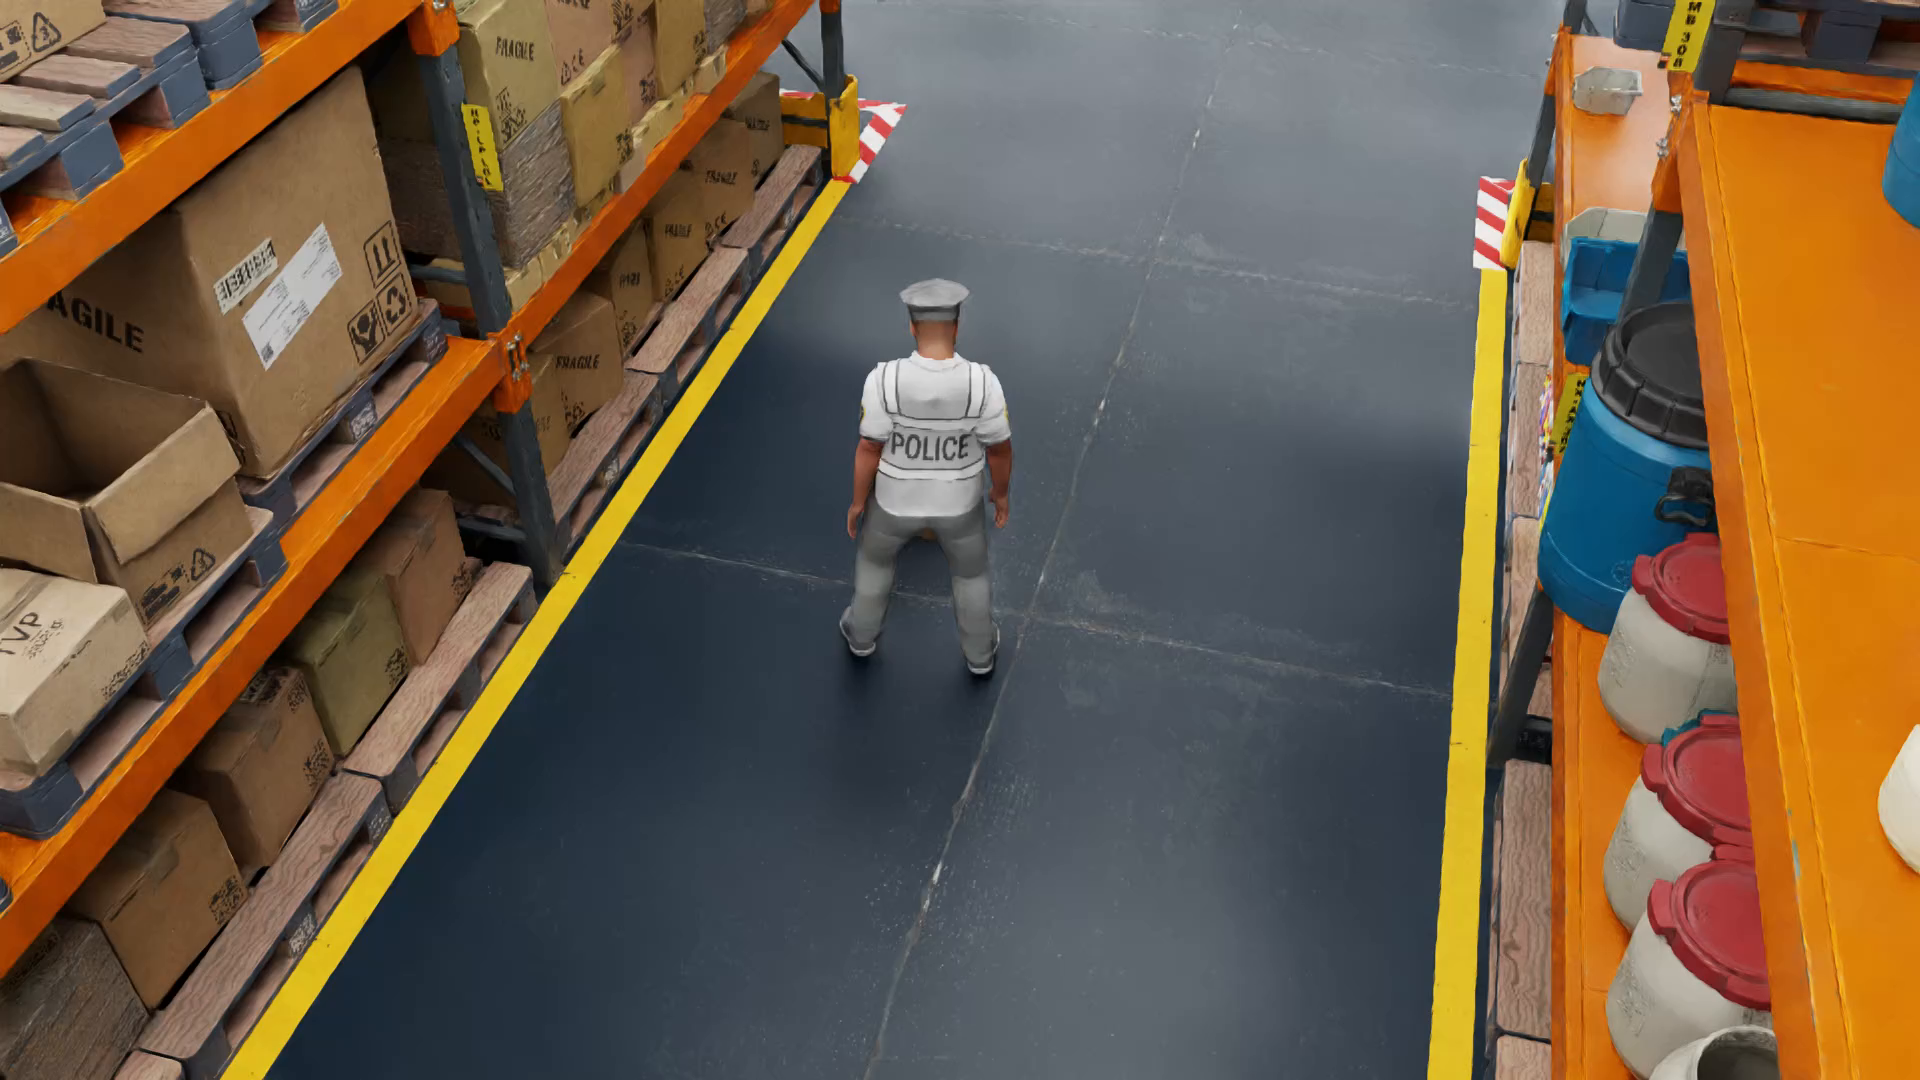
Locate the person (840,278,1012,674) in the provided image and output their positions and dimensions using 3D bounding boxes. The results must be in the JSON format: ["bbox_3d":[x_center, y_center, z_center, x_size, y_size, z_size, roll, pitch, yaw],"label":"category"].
[{"bbox_3d":[-0.156,-0.207,6.371,0.689,1.741,0.481,-2,41,-2],"label":"person"}]
